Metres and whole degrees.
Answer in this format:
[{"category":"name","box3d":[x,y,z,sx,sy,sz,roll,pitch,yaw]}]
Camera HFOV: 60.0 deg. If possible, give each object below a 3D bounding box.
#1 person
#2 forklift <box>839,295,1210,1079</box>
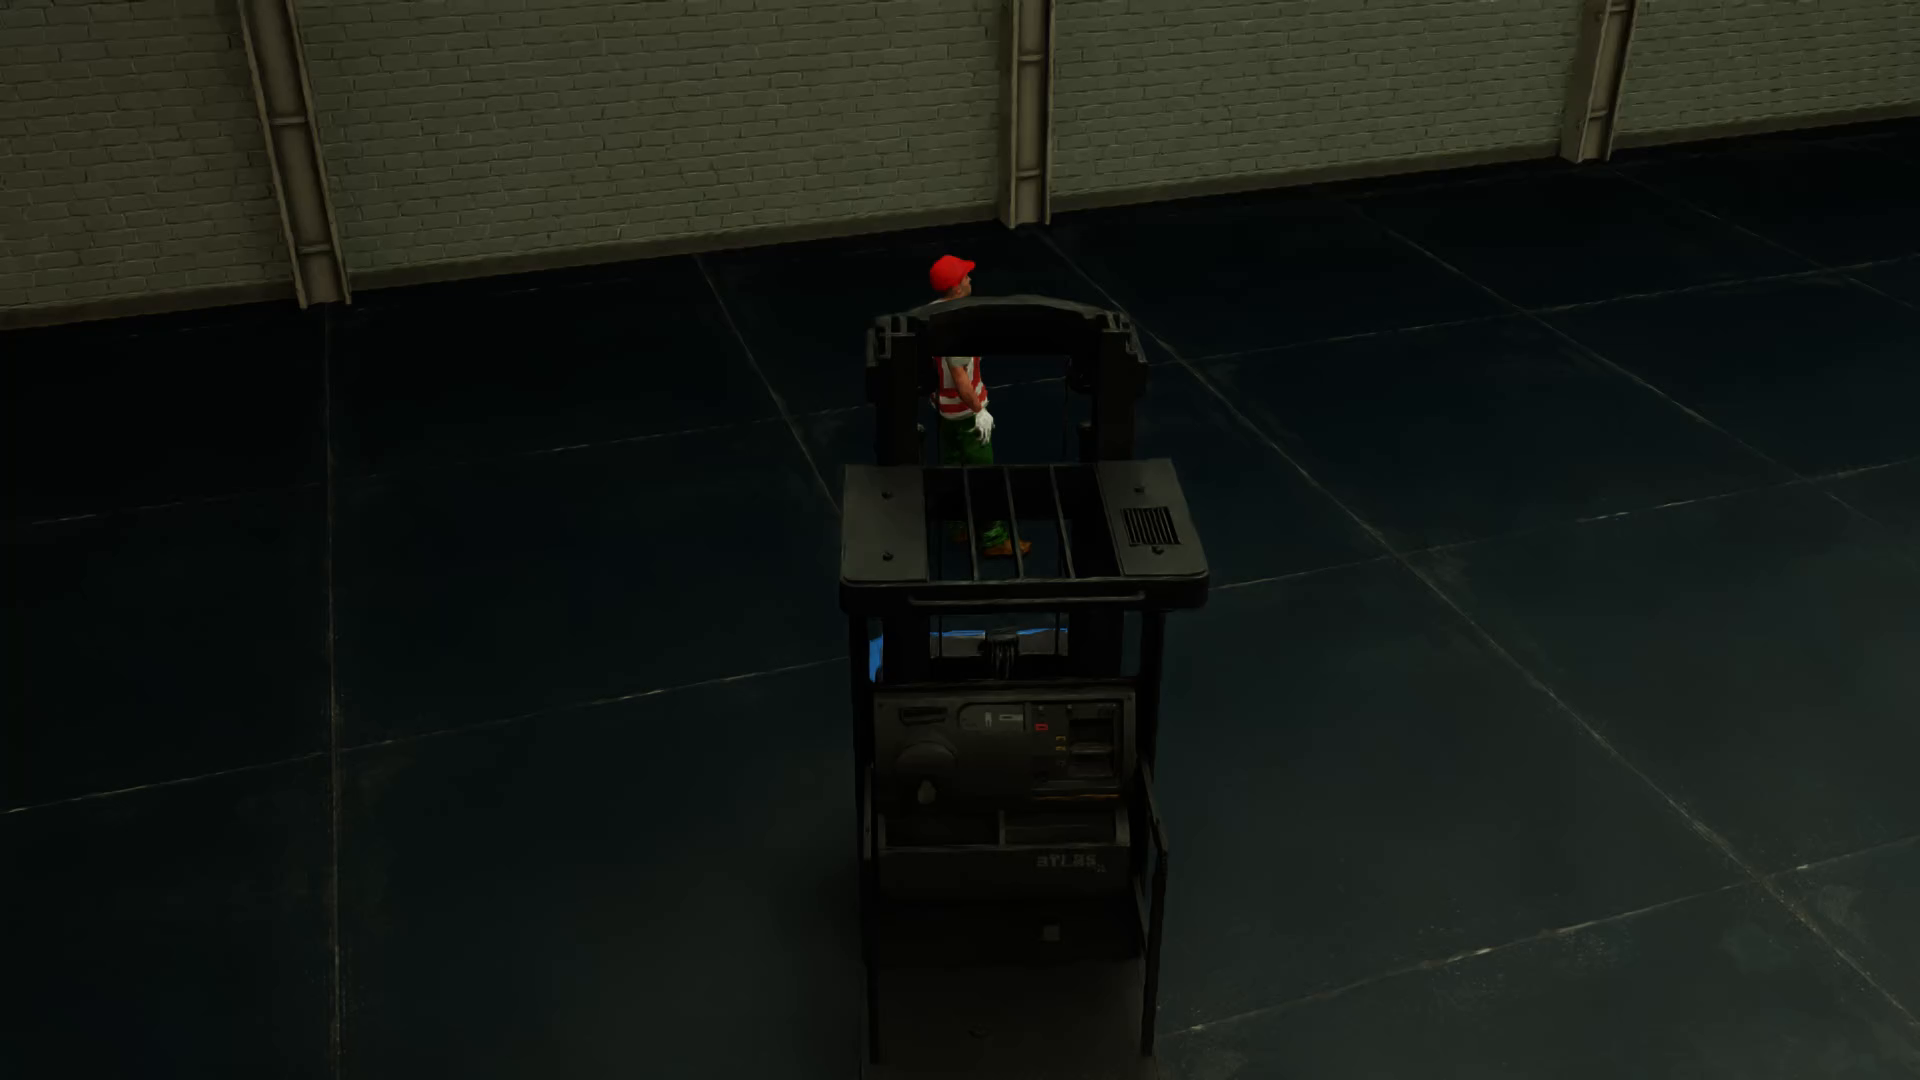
[{"category":"person","box3d":[0.080,-0.789,9.589,0.563,1.787,0.637,-10,31,-16]},{"category":"forklift","box3d":[0.173,0.780,5.731,1.130,2.935,3.031,-1,30,-2]}]
